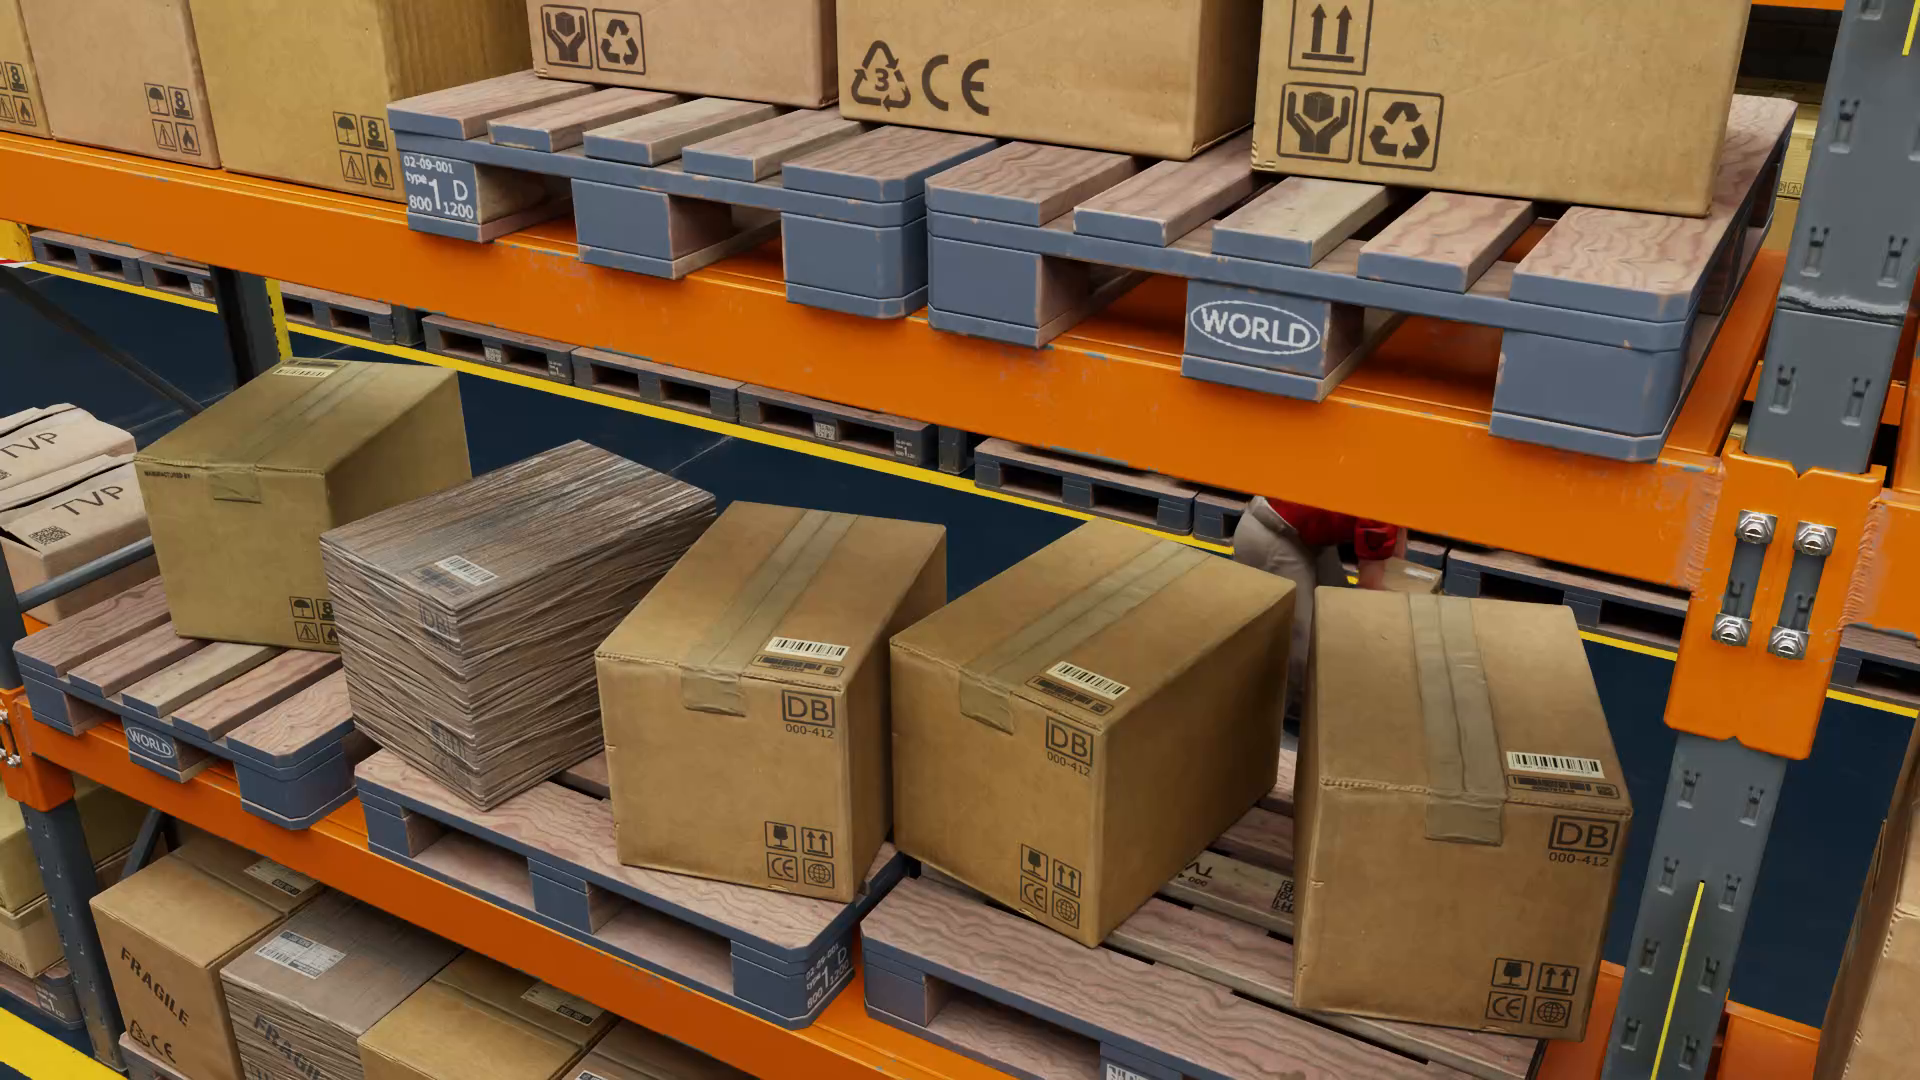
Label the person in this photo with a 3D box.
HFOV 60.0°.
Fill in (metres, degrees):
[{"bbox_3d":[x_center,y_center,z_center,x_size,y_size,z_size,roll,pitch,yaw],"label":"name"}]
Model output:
[{"bbox_3d":[1.458,0.167,6.169,0.805,1.403,0.490,13,29,25],"label":"person"}]
